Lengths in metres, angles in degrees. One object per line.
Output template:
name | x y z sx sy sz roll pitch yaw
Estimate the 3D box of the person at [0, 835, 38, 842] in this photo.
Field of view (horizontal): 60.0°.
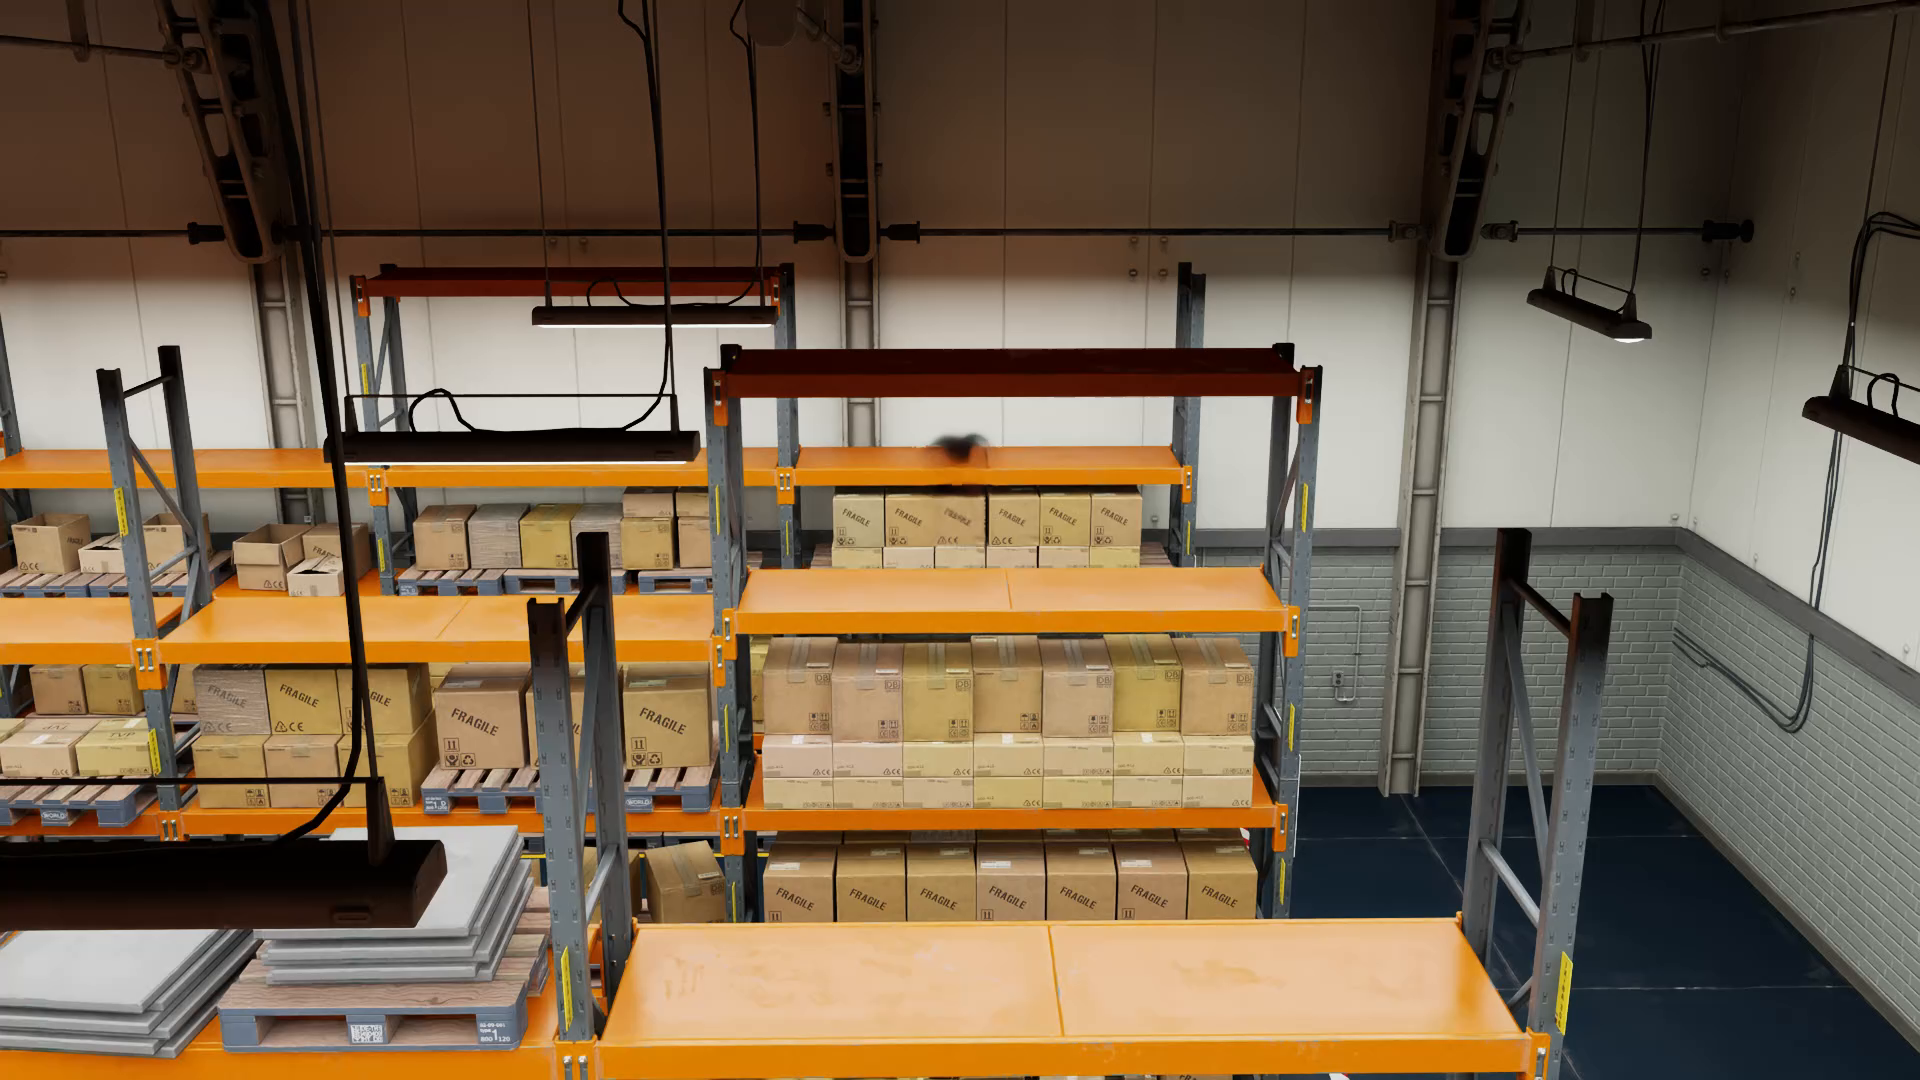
person | -9.146 2.811 15.819 0.624 1.794 0.460 -4 17 -14
